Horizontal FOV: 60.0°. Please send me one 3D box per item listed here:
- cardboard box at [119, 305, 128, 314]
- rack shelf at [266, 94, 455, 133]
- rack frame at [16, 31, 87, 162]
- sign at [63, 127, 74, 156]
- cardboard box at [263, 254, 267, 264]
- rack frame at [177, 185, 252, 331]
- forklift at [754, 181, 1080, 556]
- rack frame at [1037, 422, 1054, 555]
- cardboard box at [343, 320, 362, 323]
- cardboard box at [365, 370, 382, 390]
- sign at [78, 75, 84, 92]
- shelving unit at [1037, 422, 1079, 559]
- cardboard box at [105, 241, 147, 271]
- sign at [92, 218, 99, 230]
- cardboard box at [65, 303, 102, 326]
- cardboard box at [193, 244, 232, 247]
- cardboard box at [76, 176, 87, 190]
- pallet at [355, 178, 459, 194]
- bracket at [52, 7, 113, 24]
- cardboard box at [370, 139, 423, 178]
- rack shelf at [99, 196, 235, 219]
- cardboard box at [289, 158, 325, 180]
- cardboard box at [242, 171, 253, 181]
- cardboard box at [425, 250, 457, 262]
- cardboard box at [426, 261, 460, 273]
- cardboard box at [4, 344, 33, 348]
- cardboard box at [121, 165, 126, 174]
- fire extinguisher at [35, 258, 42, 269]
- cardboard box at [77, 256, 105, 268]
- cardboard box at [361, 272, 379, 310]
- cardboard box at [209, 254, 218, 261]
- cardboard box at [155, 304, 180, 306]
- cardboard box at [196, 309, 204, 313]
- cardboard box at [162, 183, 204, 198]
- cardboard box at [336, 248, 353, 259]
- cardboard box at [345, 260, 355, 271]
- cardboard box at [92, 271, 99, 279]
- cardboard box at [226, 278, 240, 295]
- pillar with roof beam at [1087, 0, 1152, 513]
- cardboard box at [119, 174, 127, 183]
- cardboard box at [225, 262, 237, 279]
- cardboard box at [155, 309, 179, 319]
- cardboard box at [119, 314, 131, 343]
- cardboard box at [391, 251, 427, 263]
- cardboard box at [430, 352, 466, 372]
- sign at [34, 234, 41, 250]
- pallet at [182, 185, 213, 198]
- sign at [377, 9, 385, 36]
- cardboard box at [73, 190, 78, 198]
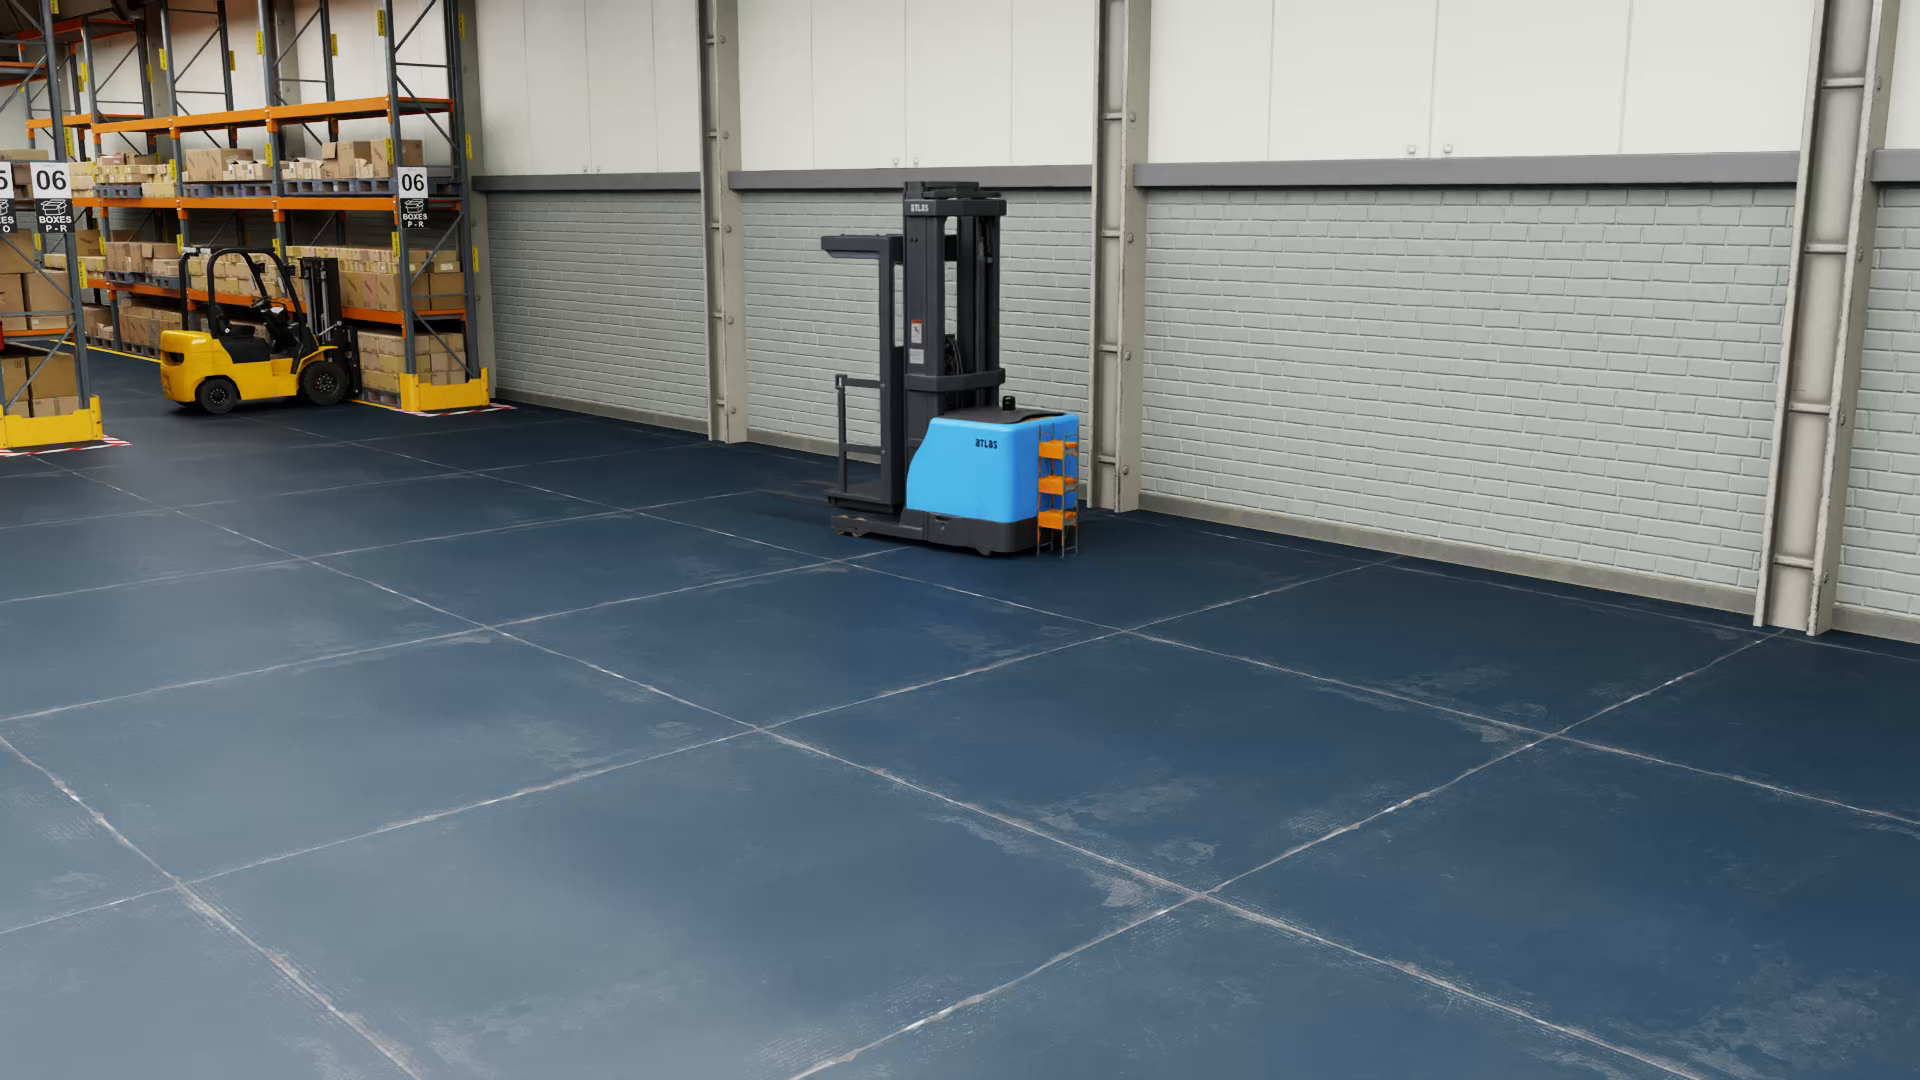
[{"bbox_3d":[-15.273,-4.252,30.664,0.380,0.149,0.250,-10,15,-40],"label":"cardboard box"},{"bbox_3d":[-8.422,-5.973,23.377,1.077,0.370,4.000,-11,16,-43],"label":"rack shelf"},{"bbox_3d":[-18.091,-8.565,33.182,1.000,3.000,0.127,-11,16,-43],"label":"rack frame"},{"bbox_3d":[-10.236,-4.572,19.069,0.100,0.325,0.005,-11,16,-43],"label":"sign"},{"bbox_3d":[-10.522,-4.339,25.682,0.380,0.149,0.250,-11,16,-43],"label":"cardboard box"},{"bbox_3d":[-12.566,-4.459,28.120,1.000,3.000,0.127,-11,16,-43],"label":"rack frame"},{"bbox_3d":[-0.474,-1.530,14.075,3.031,2.935,1.130,9,15,38],"label":"forklift"},{"bbox_3d":[0.685,-0.408,13.292,0.008,1.050,0.200,9,15,38],"label":"rack frame"},{"bbox_3d":[-9.324,-3.179,25.203,0.500,0.250,0.500,-10,16,-41],"label":"cardboard box"},{"bbox_3d":[-7.931,-2.249,23.166,0.500,0.250,0.500,-11,16,-43],"label":"cardboard box"},{"bbox_3d":[-17.675,-9.174,33.432,0.100,0.325,0.005,-11,16,-43],"label":"sign"},{"bbox_3d":[0.780,-0.393,13.217,0.252,1.050,0.215,9,15,38],"label":"shelving unit"},{"bbox_3d":[-15.156,-5.195,30.407,0.700,0.500,0.500,-10,16,-41],"label":"cardboard box"},{"bbox_3d":[-17.675,-6.423,33.999,0.100,0.325,0.005,-11,16,-43],"label":"sign"},{"bbox_3d":[-17.737,-4.507,33.499,0.637,0.503,0.797,11,16,43],"label":"cardboard box"},{"bbox_3d":[-12.808,-4.810,28.538,0.500,0.500,0.500,-10,15,-40],"label":"cardboard box"},{"bbox_3d":[-16.209,-6.694,31.169,0.500,0.250,0.500,11,16,43],"label":"cardboard box"},{"bbox_3d":[-7.511,-4.824,22.678,1.003,0.211,1.213,-11,16,-43],"label":"pallet"},{"bbox_3d":[-17.480,-10.358,32.967,0.076,0.066,4.783,-11,16,-43],"label":"bracket"},{"bbox_3d":[-7.523,-5.095,22.236,0.500,0.500,0.500,-10,15,-41],"label":"cardboard box"},{"bbox_3d":[-13.947,-5.868,29.307,1.077,0.370,4.000,-11,16,-43],"label":"rack shelf"},{"bbox_3d":[-9.405,-5.400,24.186,0.500,0.311,0.500,-10,16,-41],"label":"cardboard box"},{"bbox_3d":[-10.783,-5.594,25.530,0.380,0.149,0.250,-11,16,-43],"label":"cardboard box"},{"bbox_3d":[-7.119,-3.882,22.730,0.380,0.149,0.250,-11,16,-44],"label":"cardboard box"},{"bbox_3d":[-7.088,-3.744,22.793,0.250,0.149,0.380,11,16,44],"label":"cardboard box"},{"bbox_3d":[-12.083,-2.212,21.129,0.500,0.500,0.500,-10,15,-40],"label":"cardboard box"},{"bbox_3d":[-14.500,-6.506,29.219,0.380,0.149,0.250,-11,16,-42],"label":"cardboard box"},{"bbox_3d":[-18.526,-5.363,33.624,0.296,0.674,0.183,-11,16,-43],"label":"fire extinguisher"},{"bbox_3d":[-16.548,-5.301,31.841,0.500,0.250,0.500,-11,16,-43],"label":"cardboard box"},{"bbox_3d":[-7.923,-3.452,22.988,0.500,0.500,0.500,-10,15,-41],"label":"cardboard box"},{"bbox_3d":[-11.988,-4.629,27.090,0.380,0.149,0.250,-11,16,-42],"label":"cardboard box"},{"bbox_3d":[-14.680,-4.290,30.849,0.380,0.149,0.250,-11,16,-43],"label":"cardboard box"},{"bbox_3d":[-13.430,-4.029,29.580,0.380,0.149,0.250,-11,16,-44],"label":"cardboard box"},{"bbox_3d":[-13.096,-5.896,28.032,0.500,0.250,0.500,11,16,43],"label":"cardboard box"},{"bbox_3d":[-8.666,-4.089,23.731,0.380,0.149,0.250,-11,16,-42],"label":"cardboard box"},{"bbox_3d":[-8.387,-3.853,23.326,0.380,0.149,0.250,-11,16,-42],"label":"cardboard box"},{"bbox_3d":[-16.124,-5.000,31.371,0.380,0.149,0.250,-10,16,-41],"label":"cardboard box"},{"bbox_3d":[-11.375,-4.062,26.567,0.500,0.250,0.500,-10,15,-41],"label":"cardboard box"},{"bbox_3d":[-1.697,-4.106,11.538,9.100,9.000,0.400,-11,16,-43],"label":"pillar with roof beam"},{"bbox_3d":[-14.534,-6.357,29.235,0.380,0.149,0.250,-10,16,-41],"label":"cardboard box"},{"bbox_3d":[-11.372,-4.308,26.522,0.500,0.250,0.500,-11,16,-42],"label":"cardboard box"},{"bbox_3d":[-13.986,-3.992,29.401,0.250,0.149,0.380,11,16,42],"label":"cardboard box"},{"bbox_3d":[-15.157,-3.922,30.668,0.500,0.500,0.500,-10,15,-40],"label":"cardboard box"},{"bbox_3d":[-7.441,-3.827,22.459,0.380,0.149,0.250,-11,16,-42],"label":"cardboard box"},{"bbox_3d":[-7.216,-2.493,23.111,0.500,0.250,0.500,-11,16,-42],"label":"cardboard box"},{"bbox_3d":[-18.483,-5.975,33.333,0.100,0.325,0.005,-11,16,-43],"label":"sign"},{"bbox_3d":[-12.033,-5.749,27.416,1.213,0.211,1.003,-10,15,-40],"label":"pallet"},{"bbox_3d":[-7.444,-6.652,21.388,0.100,0.325,0.005,-11,16,-43],"label":"sign"},{"bbox_3d":[-16.644,-6.592,31.663,0.380,0.149,0.250,-11,16,-42],"label":"cardboard box"}]
